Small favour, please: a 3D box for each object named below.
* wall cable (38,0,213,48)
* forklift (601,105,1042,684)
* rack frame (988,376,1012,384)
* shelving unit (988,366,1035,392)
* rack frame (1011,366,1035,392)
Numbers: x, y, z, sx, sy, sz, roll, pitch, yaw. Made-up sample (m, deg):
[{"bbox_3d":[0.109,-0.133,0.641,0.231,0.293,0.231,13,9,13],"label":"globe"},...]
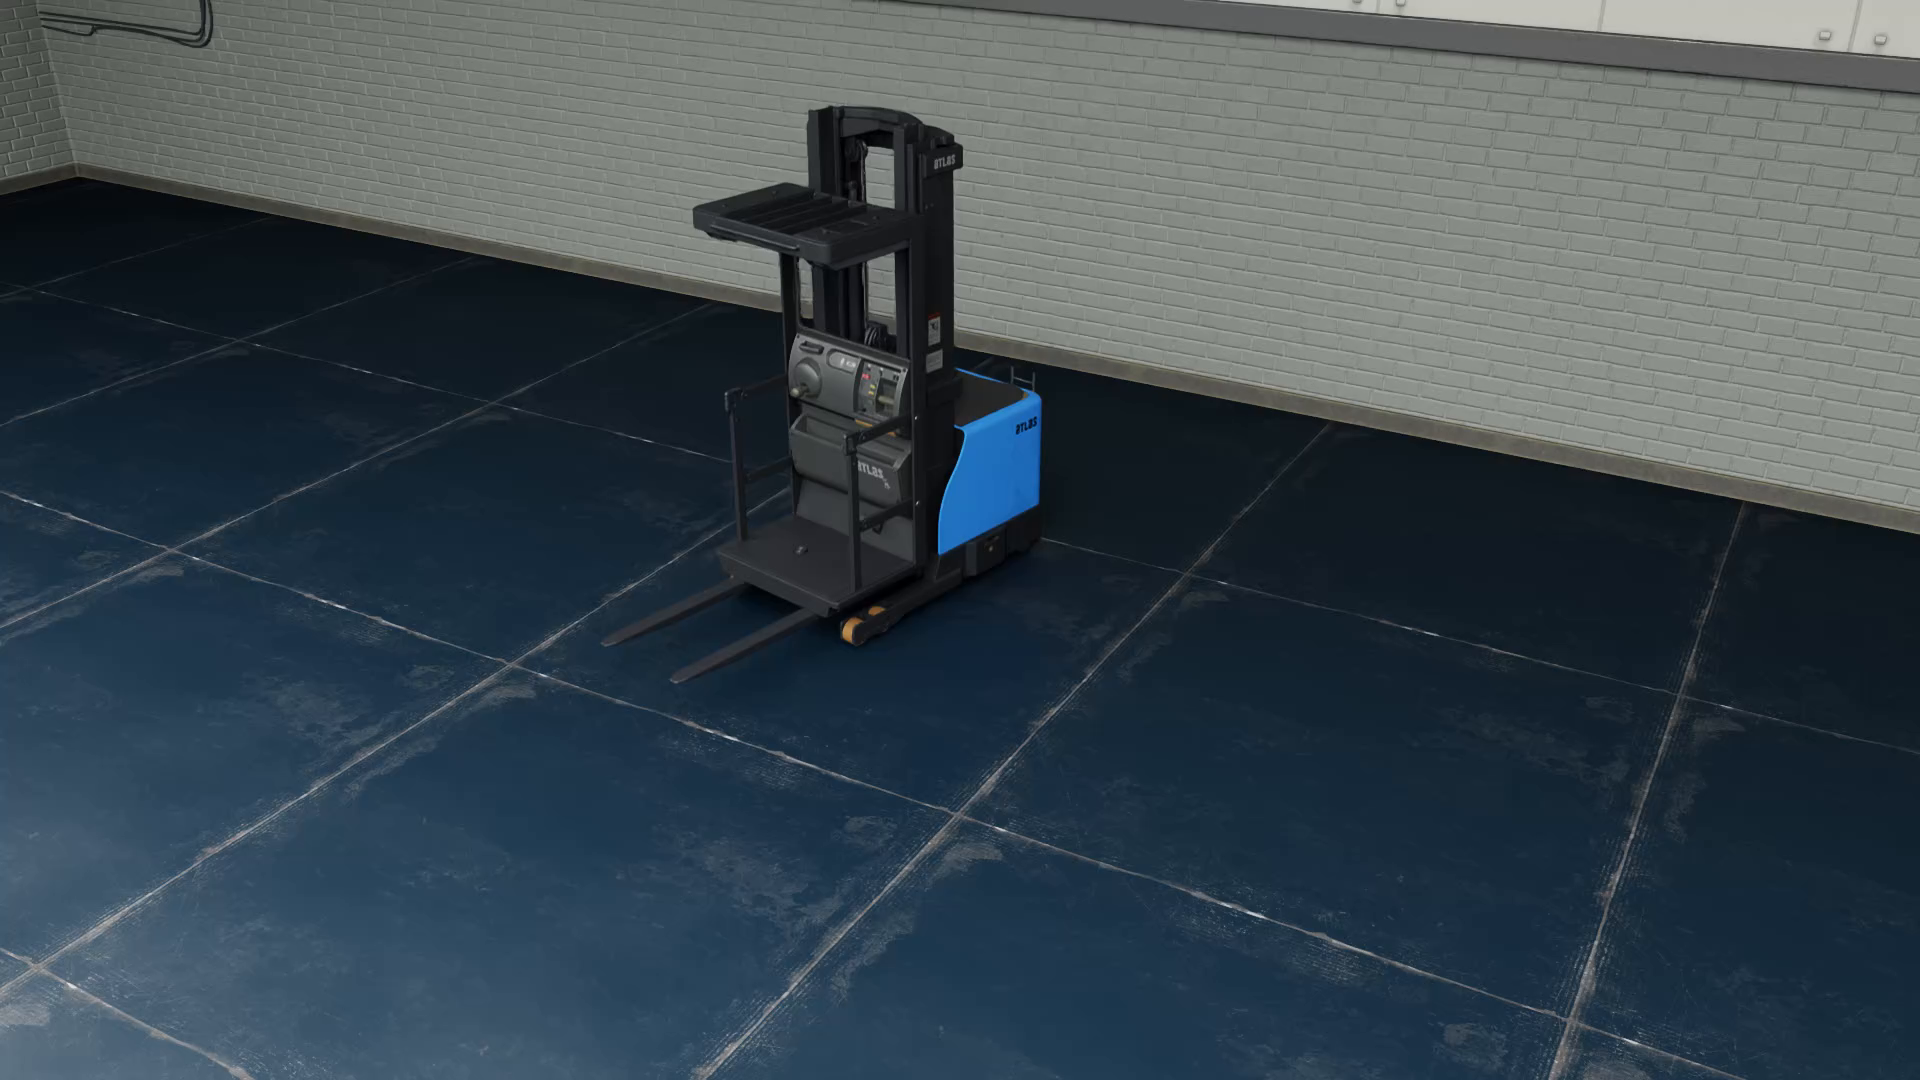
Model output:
[{"bbox_3d":[-9.274,-6.647,17.864,3.097,2.526,0.112,14,30,26],"label":"wall cable"},{"bbox_3d":[-0.809,-0.935,9.764,1.130,2.935,3.031,21,34,36],"label":"forklift"},{"bbox_3d":[0.260,-0.583,11.162,0.200,1.050,0.008,21,34,36],"label":"rack frame"},{"bbox_3d":[0.340,-0.624,11.244,0.215,1.050,0.252,21,34,36],"label":"shelving unit"},{"bbox_3d":[0.420,-0.665,11.326,0.200,1.050,0.008,21,34,36],"label":"rack frame"}]
